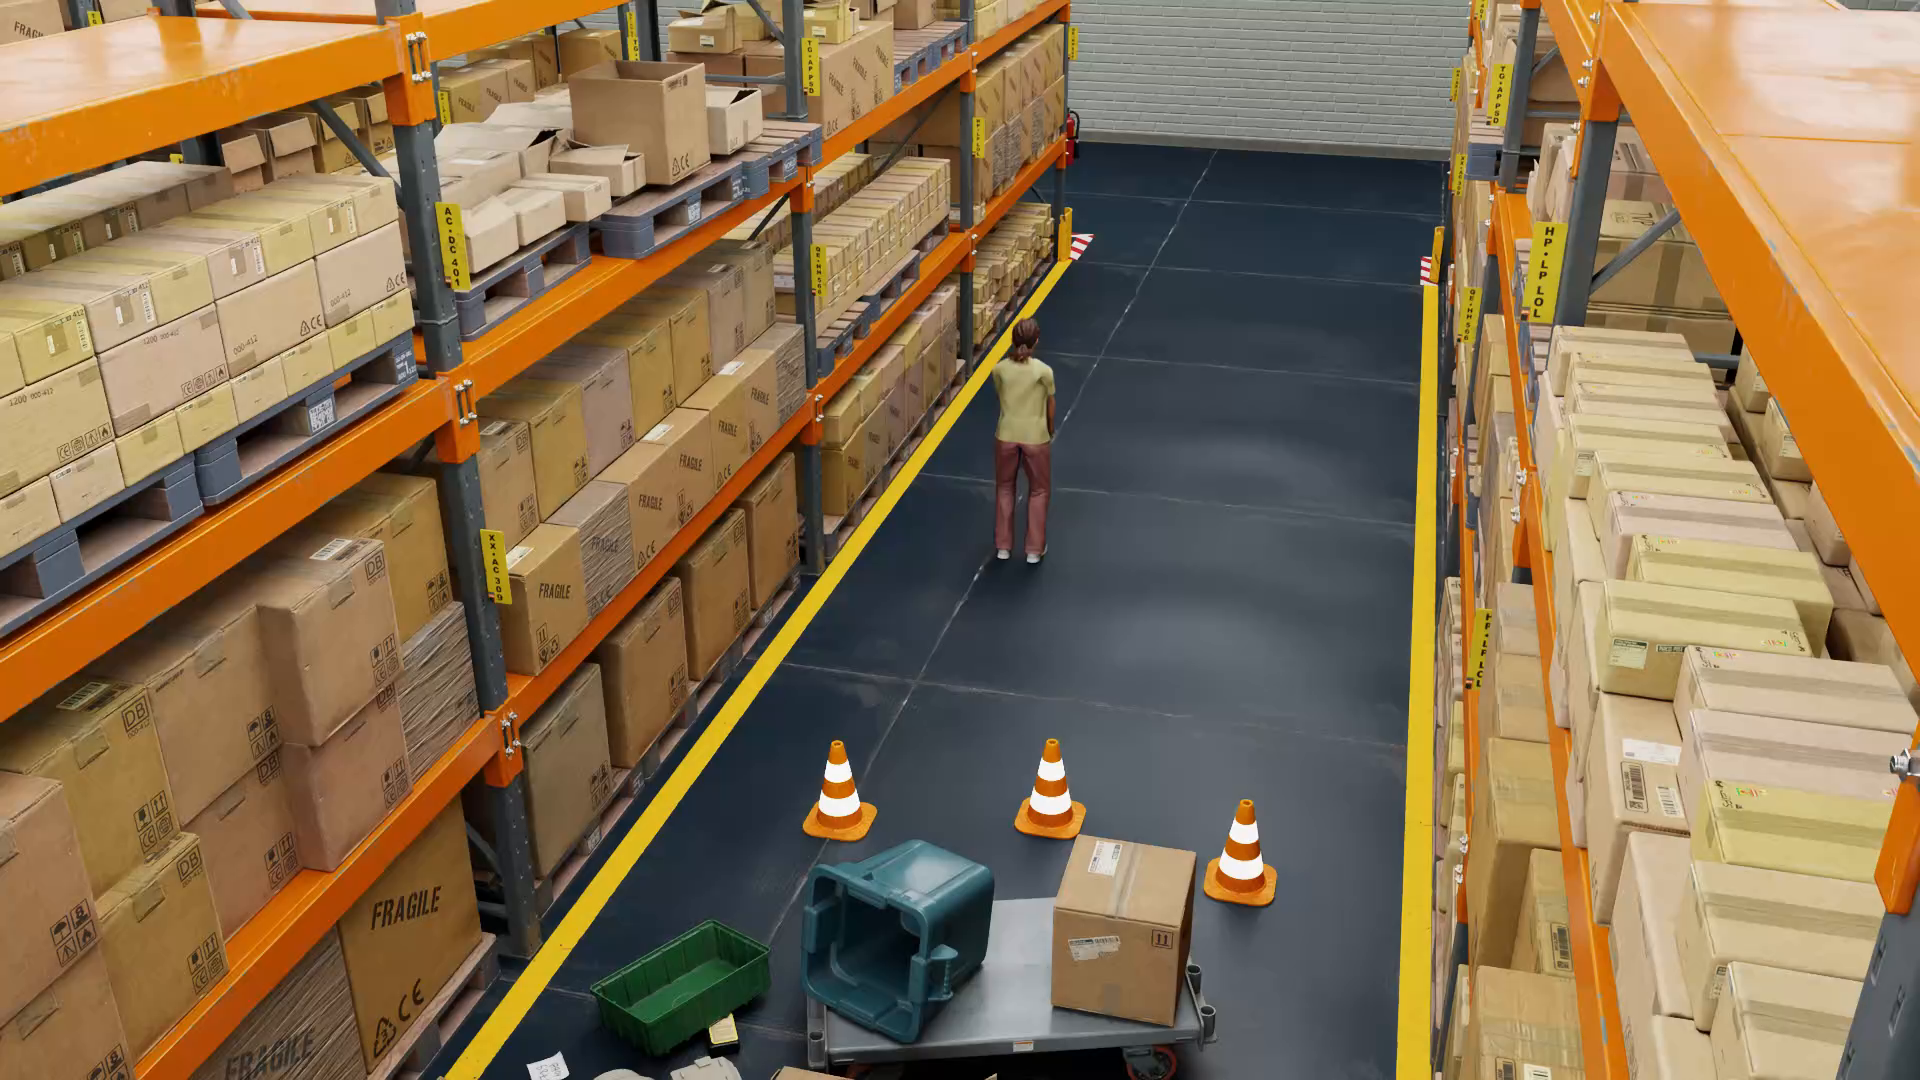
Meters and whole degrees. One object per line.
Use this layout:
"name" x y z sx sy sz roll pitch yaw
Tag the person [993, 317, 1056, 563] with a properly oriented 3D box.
"person" 0.428 -0.686 11.078 0.409 1.661 0.511 6 26 12
